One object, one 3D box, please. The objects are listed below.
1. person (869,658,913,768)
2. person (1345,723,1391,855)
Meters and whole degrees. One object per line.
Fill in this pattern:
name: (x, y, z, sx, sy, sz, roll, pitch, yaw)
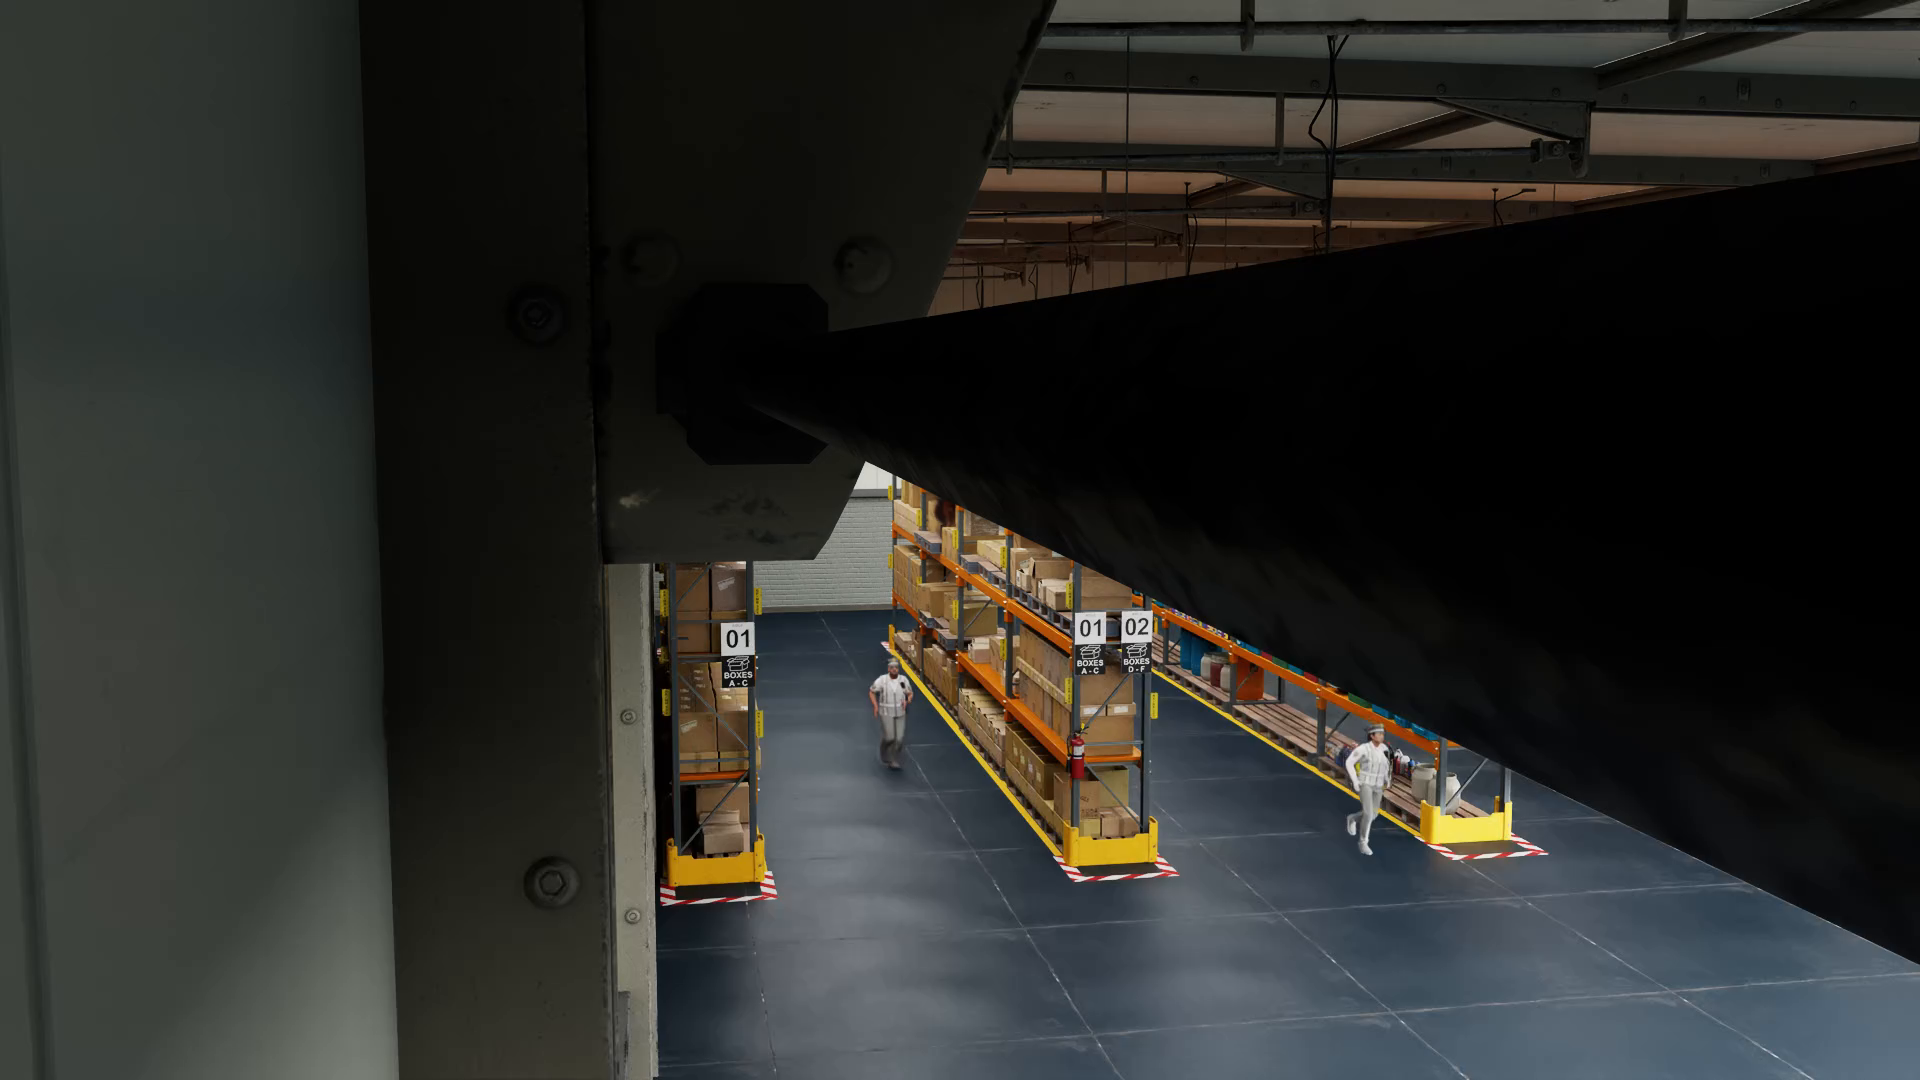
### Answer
person: (-1.025, 2.683, 25.742, 0.664, 1.734, 0.590, -2, 6, -16)
person: (5.324, 3.193, 21.666, 0.660, 1.663, 0.702, -2, 7, -21)
